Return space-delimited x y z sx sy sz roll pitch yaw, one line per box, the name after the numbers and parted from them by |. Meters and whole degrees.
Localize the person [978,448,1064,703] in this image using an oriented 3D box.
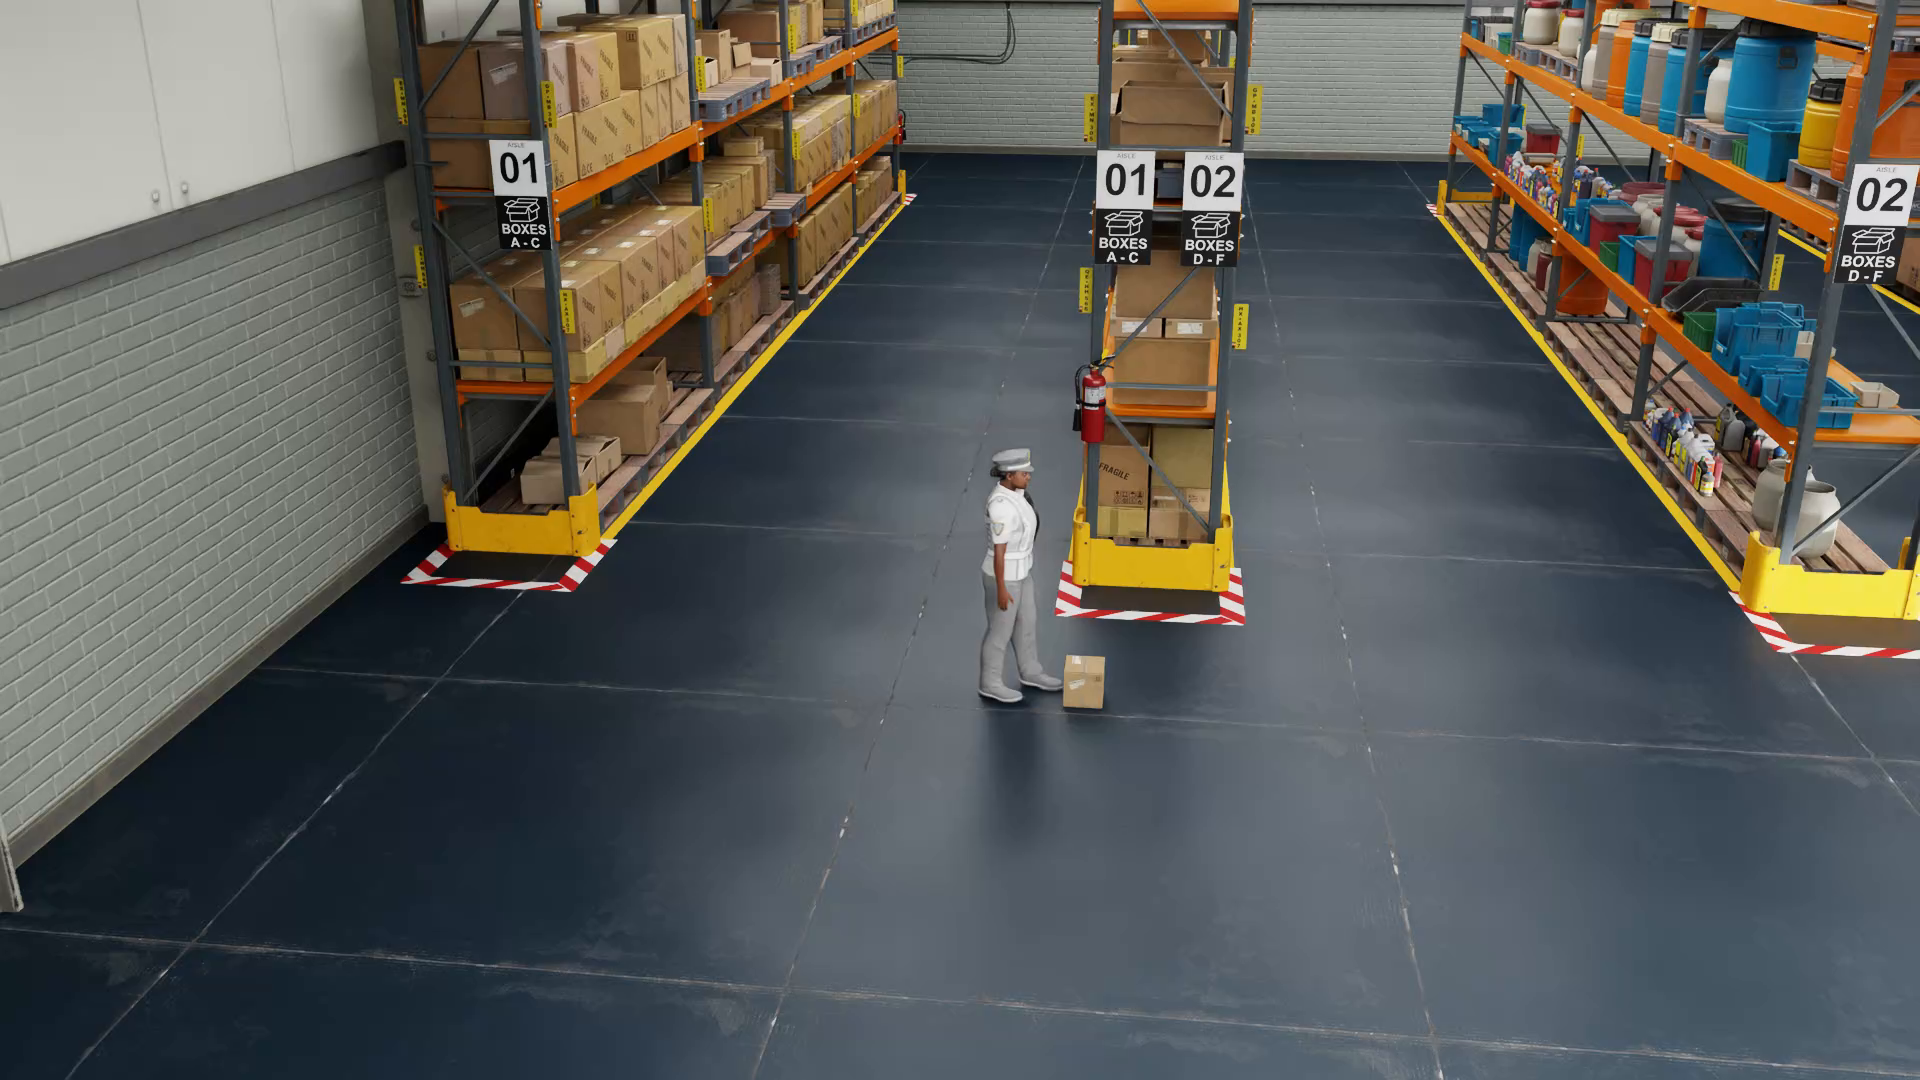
0.385 0.230 10.464 0.523 1.673 0.479 5 22 12 | person
